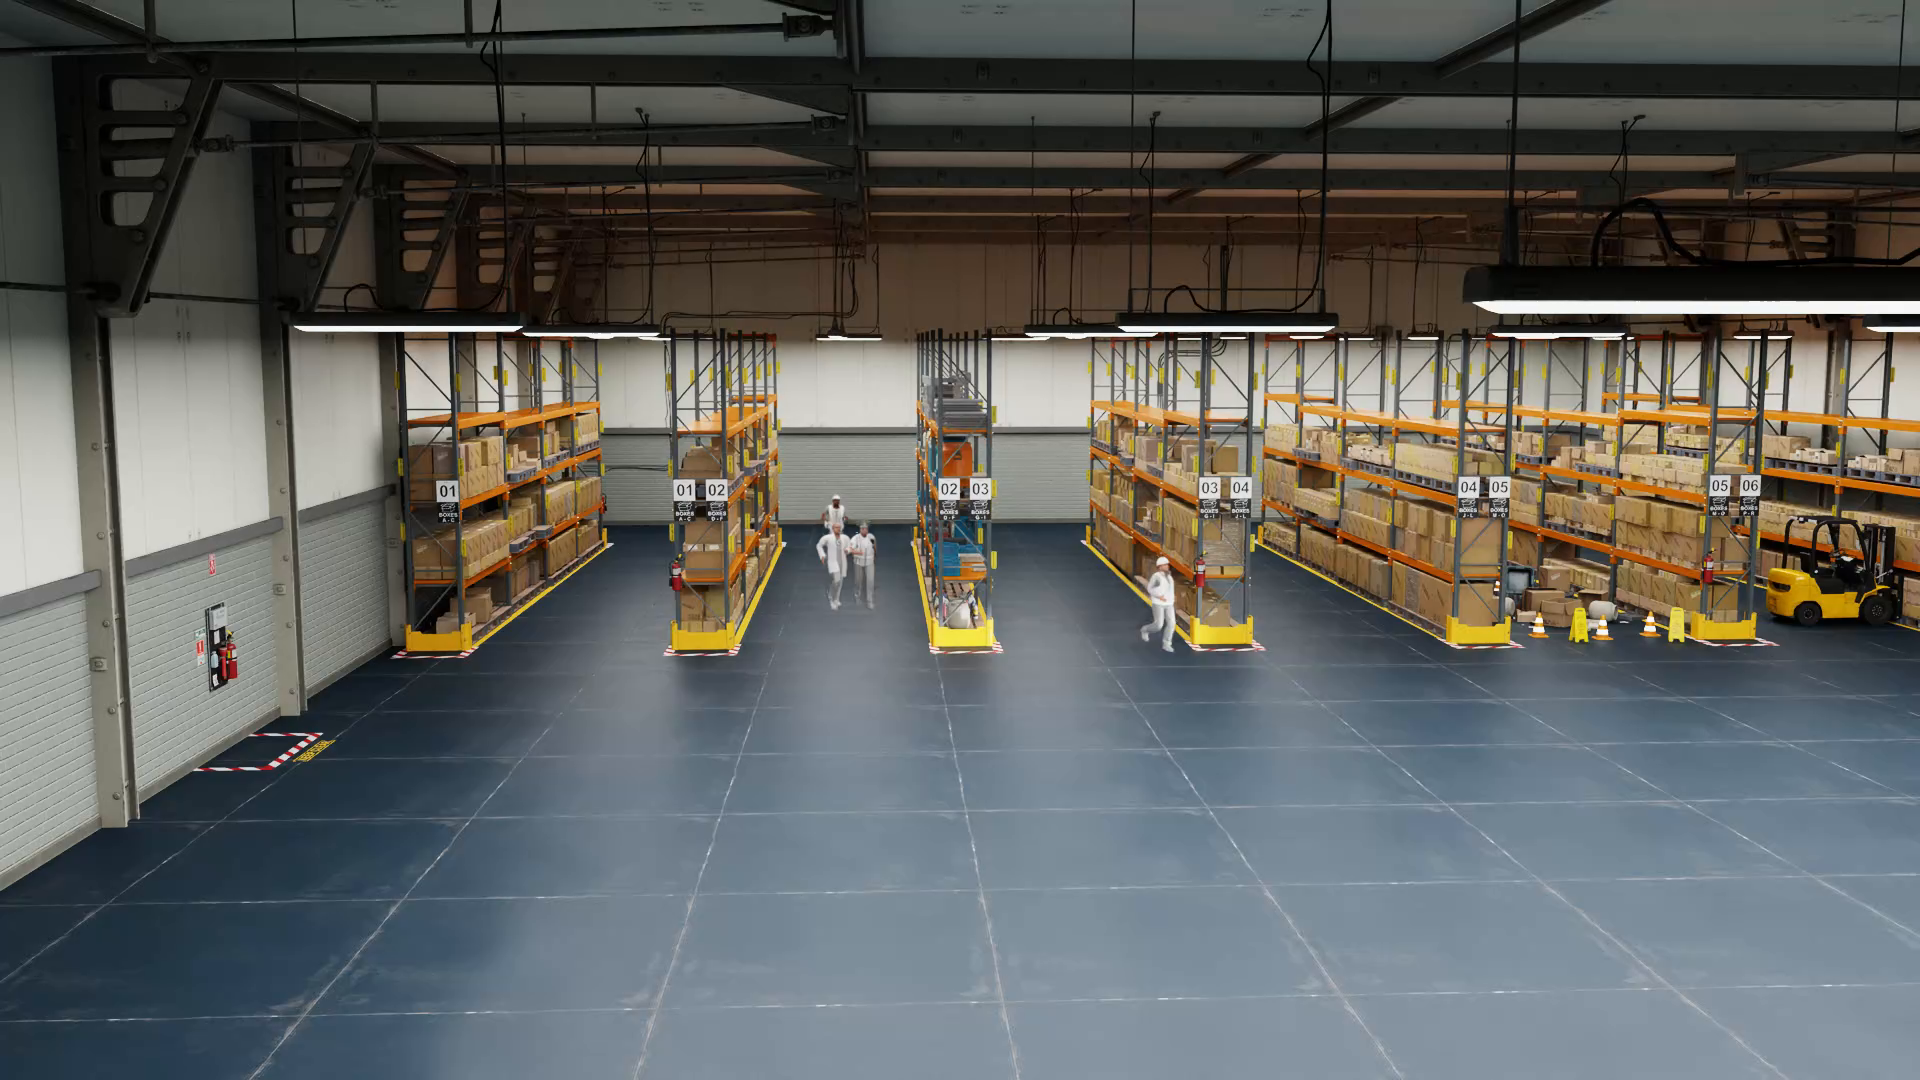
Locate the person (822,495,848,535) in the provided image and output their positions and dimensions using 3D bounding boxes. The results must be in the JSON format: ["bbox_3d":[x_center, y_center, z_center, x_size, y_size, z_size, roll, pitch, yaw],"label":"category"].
[{"bbox_3d":[-3.233,-0.261,43.383,0.654,1.824,0.749,-2,7,-18],"label":"person"}]

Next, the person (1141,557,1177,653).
[{"bbox_3d":[3.785,1.193,31.258,0.689,1.760,0.862,-5,8,-37],"label":"person"}]

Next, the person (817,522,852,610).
[{"bbox_3d":[-2.546,0.537,34.458,0.673,1.801,0.767,-3,8,-27],"label":"person"}]

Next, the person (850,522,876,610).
[{"bbox_3d":[-2.021,0.506,34.669,0.608,1.814,0.878,-1,7,-11],"label":"person"}]
